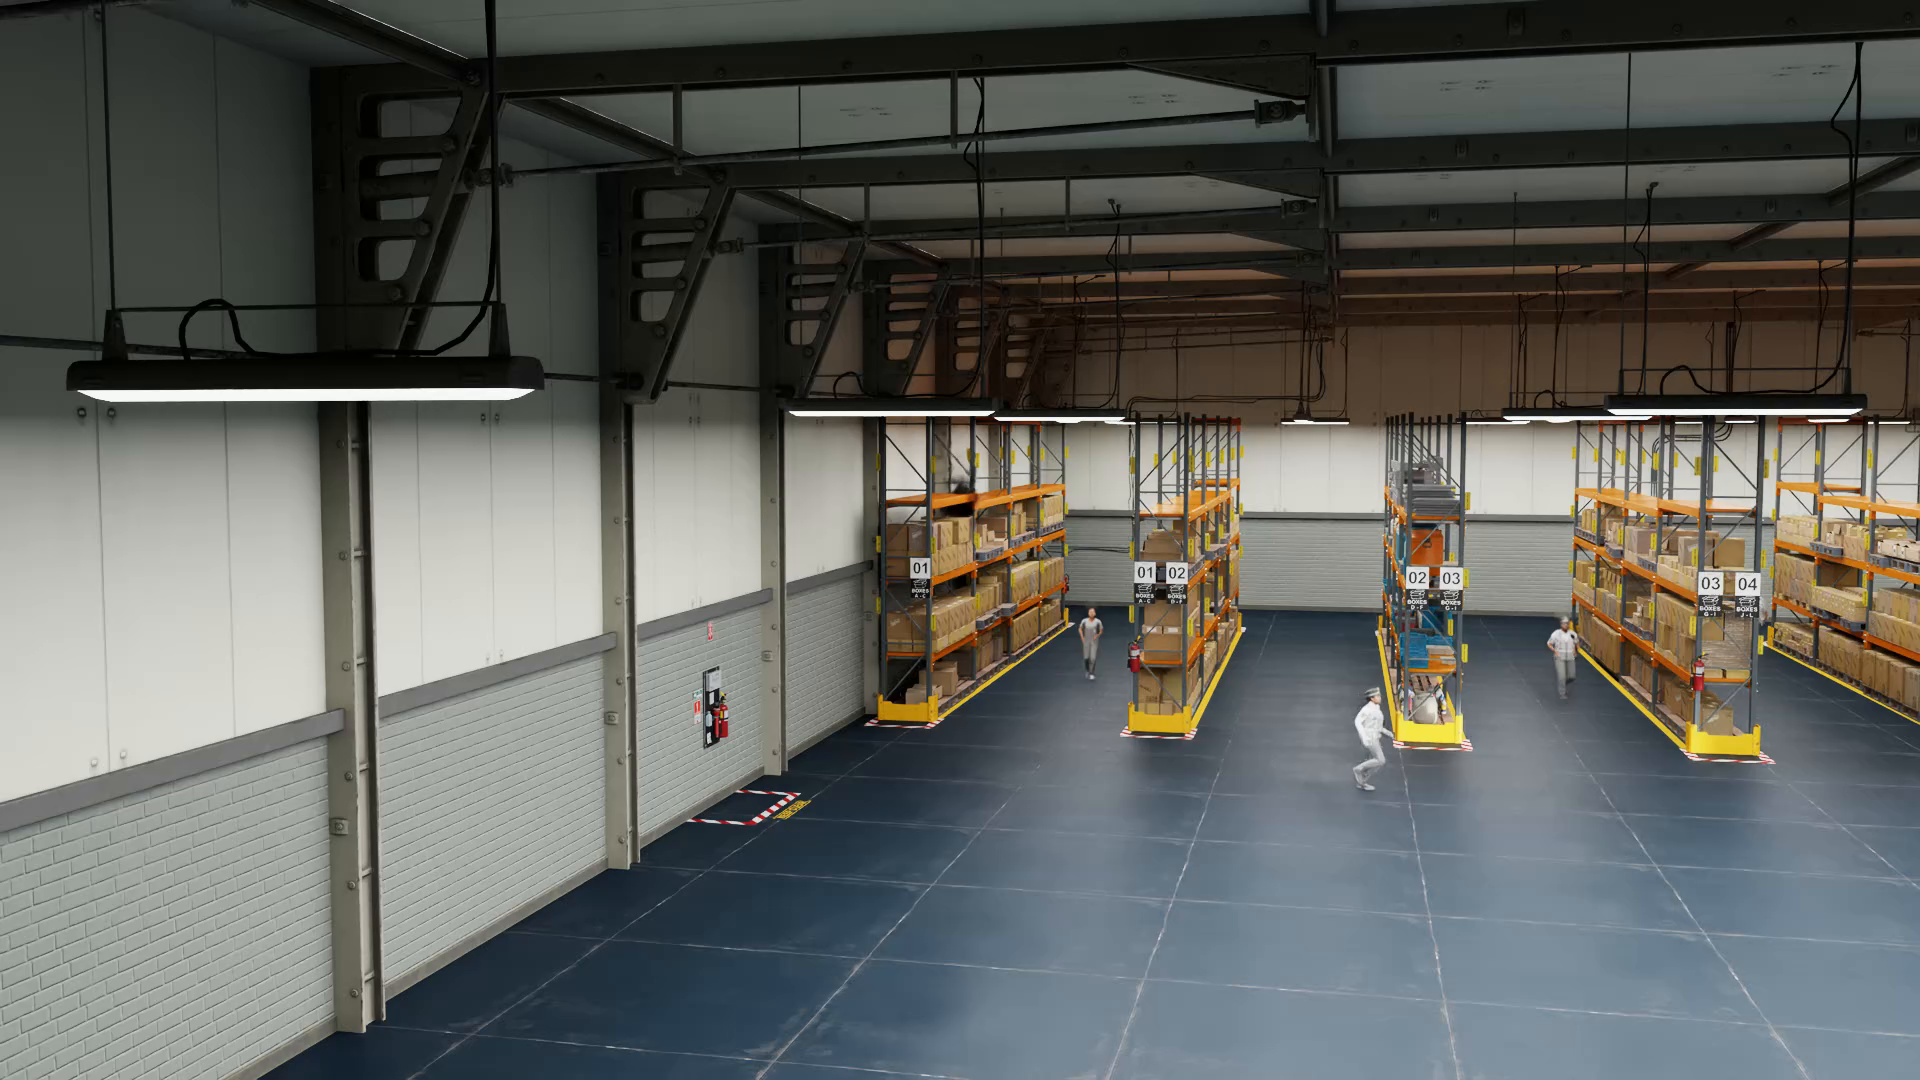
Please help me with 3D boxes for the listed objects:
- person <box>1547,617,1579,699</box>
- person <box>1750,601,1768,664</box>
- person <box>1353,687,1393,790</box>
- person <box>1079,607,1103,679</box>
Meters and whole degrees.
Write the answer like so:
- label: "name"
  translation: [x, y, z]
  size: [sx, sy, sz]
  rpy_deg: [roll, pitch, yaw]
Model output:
- label: "person"
  translation: [12.760, 2.477, 35.128]
  size: [0.661, 1.731, 0.628]
  rpy_deg: [0, 4, 6]
- label: "person"
  translation: [19.375, 2.088, 40.677]
  size: [0.682, 1.785, 0.926]
  rpy_deg: [1, 4, 18]
- label: "person"
  translation: [6.520, 3.132, 26.212]
  size: [0.575, 1.638, 0.603]
  rpy_deg: [3, 5, 33]
- label: "person"
  translation: [2.961, 2.350, 37.710]
  size: [0.545, 1.643, 0.514]
  rpy_deg: [0, 4, 6]
